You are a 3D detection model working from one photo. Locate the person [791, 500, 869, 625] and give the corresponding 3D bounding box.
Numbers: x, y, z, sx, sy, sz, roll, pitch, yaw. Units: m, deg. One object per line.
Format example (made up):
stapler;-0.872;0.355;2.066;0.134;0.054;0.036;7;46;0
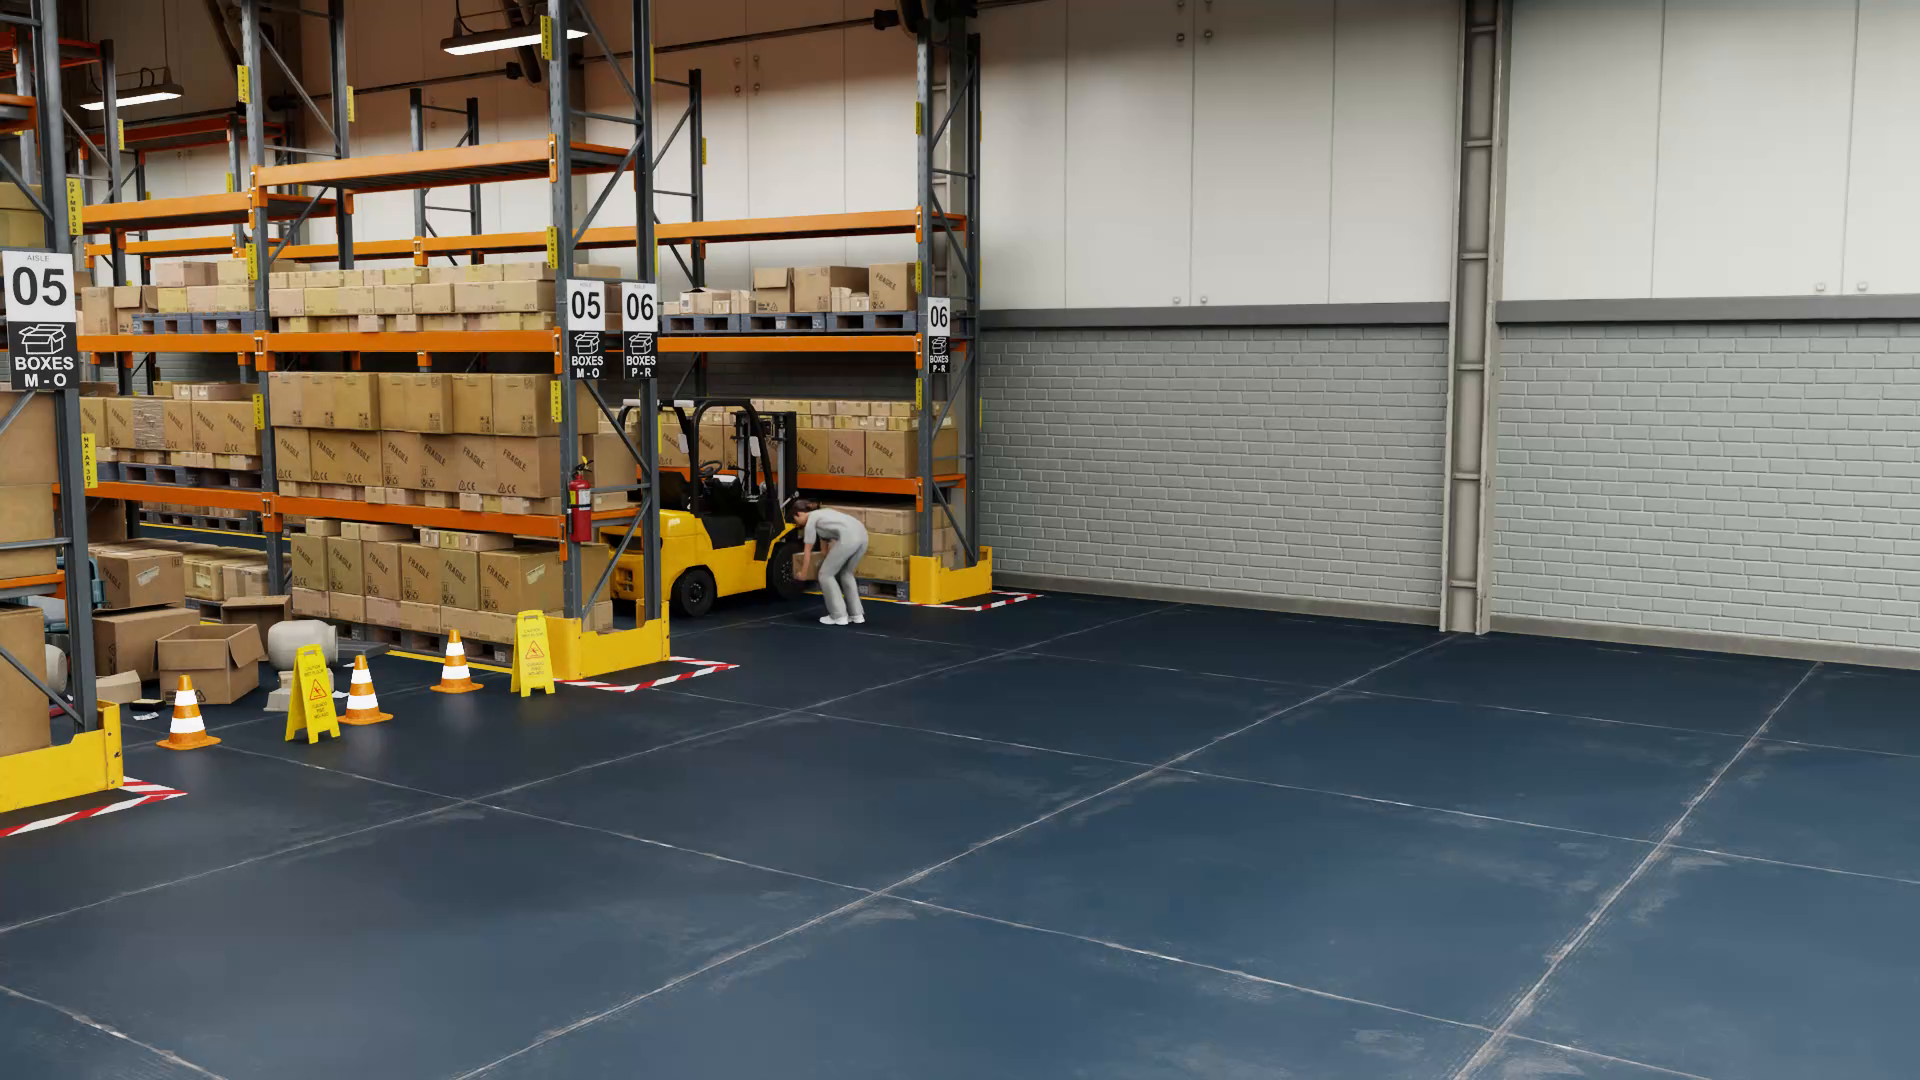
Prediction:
person;-1.286;0.213;16.263;0.844;1.188;0.429;4;7;31
